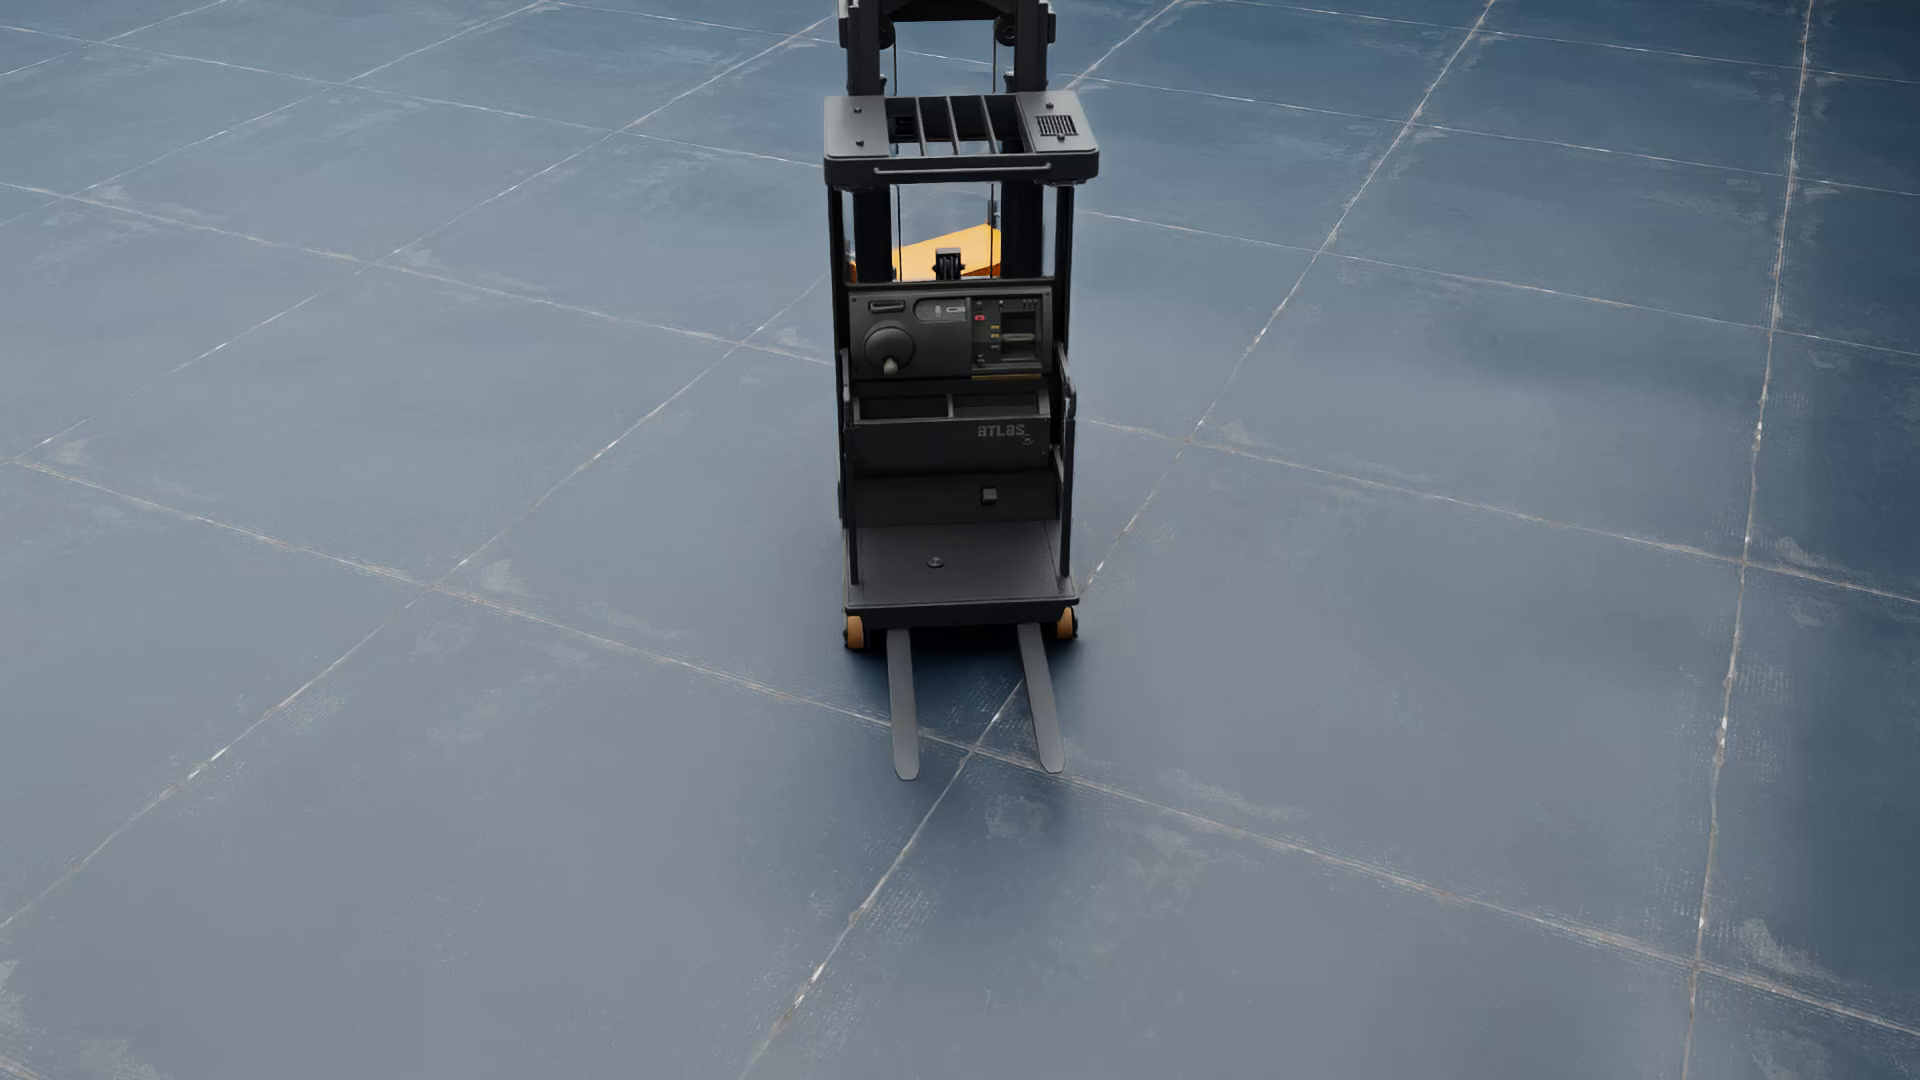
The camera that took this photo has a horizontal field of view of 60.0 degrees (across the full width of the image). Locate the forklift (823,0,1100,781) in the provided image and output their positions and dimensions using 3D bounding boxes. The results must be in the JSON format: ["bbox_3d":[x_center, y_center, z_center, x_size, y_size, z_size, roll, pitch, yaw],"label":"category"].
[{"bbox_3d":[-0.021,-0.893,7.439,1.130,2.935,3.031,-2,33,-4],"label":"forklift"}]

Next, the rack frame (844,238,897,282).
[{"bbox_3d":[-0.499,-1.099,9.400,0.032,1.125,0.500,-22,39,-29],"label":"rack frame"}]

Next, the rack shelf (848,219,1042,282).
[{"bbox_3d":[-0.088,-1.507,9.489,1.000,0.278,0.538,-22,39,-29],"label":"rack shelf"}]

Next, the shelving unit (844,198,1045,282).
[{"bbox_3d":[-0.088,-1.263,9.650,1.048,1.125,0.538,-22,39,-29],"label":"shelving unit"}]

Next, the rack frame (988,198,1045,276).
[{"bbox_3d":[0.323,-1.427,9.900,0.032,1.125,0.500,-22,39,-29],"label":"rack frame"}]
